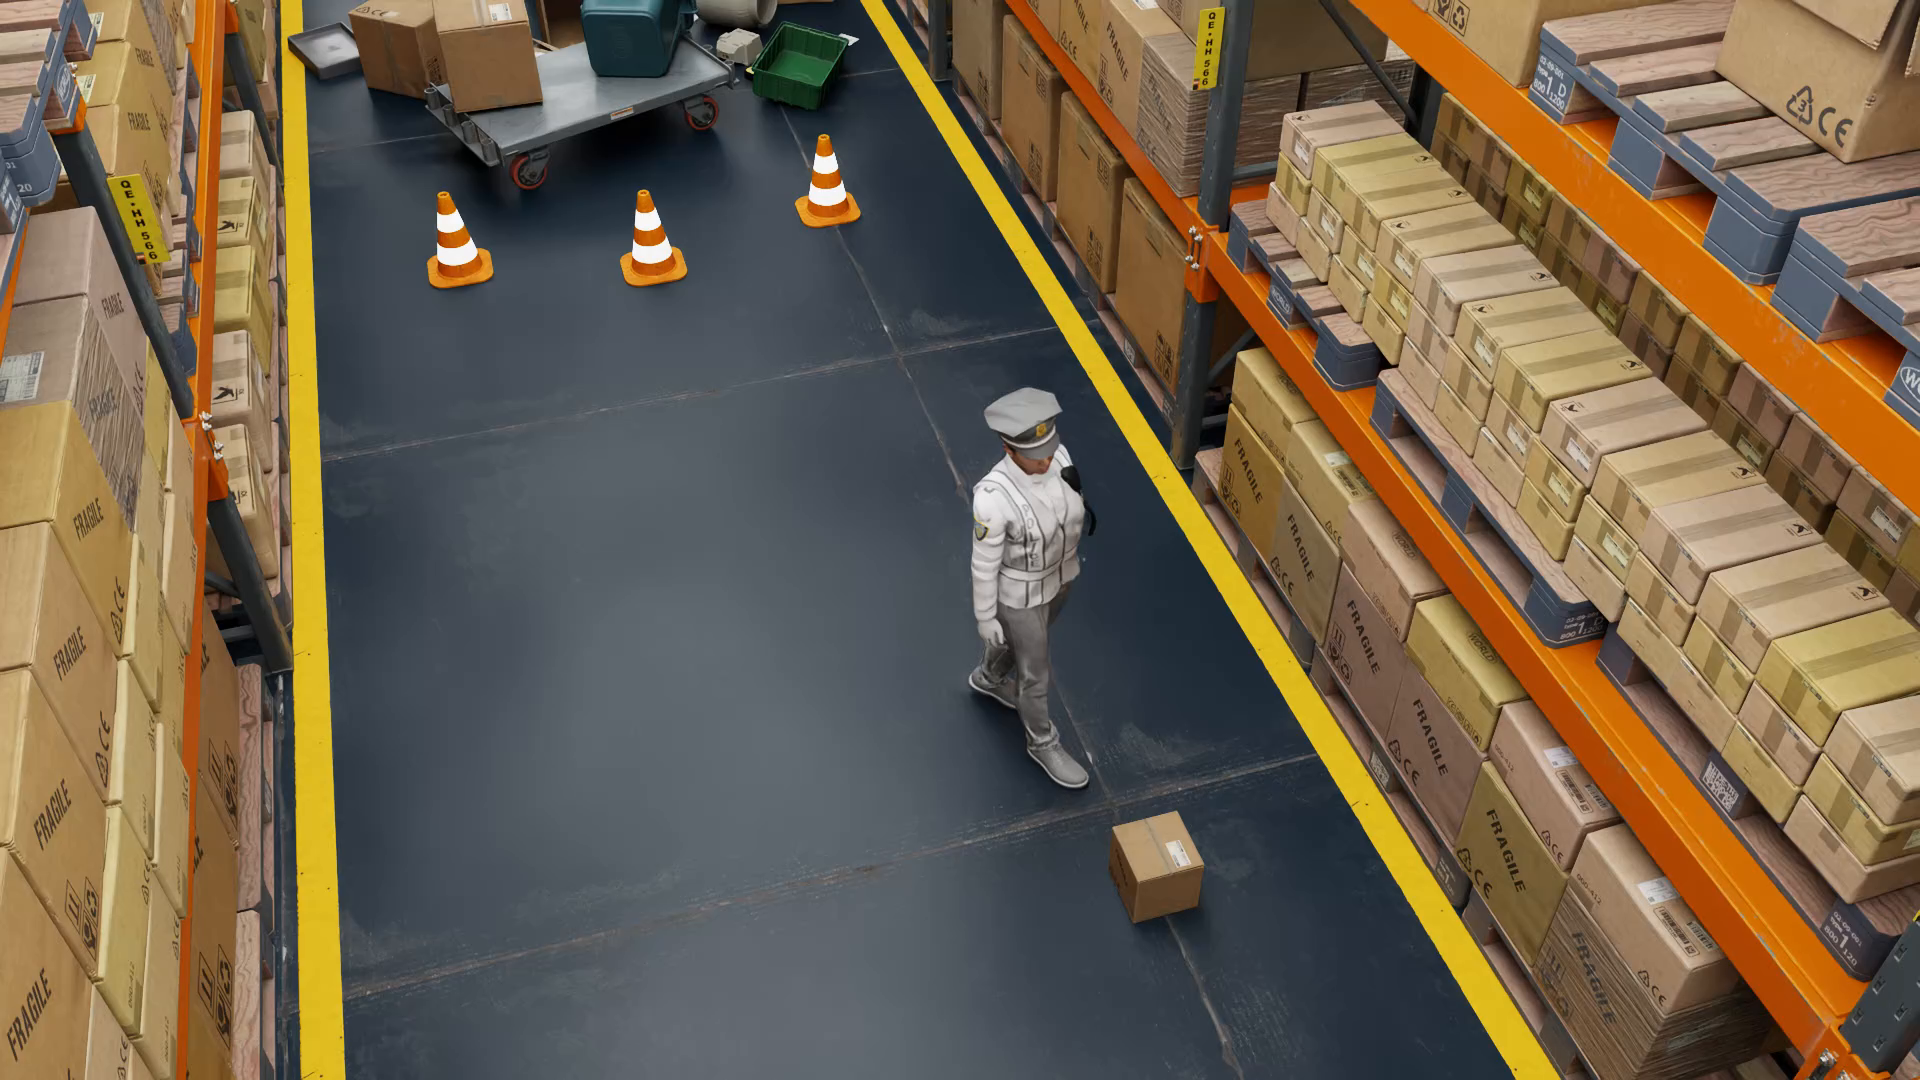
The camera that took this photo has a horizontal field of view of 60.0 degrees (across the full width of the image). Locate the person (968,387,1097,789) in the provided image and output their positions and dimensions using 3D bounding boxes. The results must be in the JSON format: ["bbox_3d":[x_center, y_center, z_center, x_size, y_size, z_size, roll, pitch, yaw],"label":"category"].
[{"bbox_3d":[0.258,0.161,5.970,0.659,1.668,0.516,28,49,27],"label":"person"}]
